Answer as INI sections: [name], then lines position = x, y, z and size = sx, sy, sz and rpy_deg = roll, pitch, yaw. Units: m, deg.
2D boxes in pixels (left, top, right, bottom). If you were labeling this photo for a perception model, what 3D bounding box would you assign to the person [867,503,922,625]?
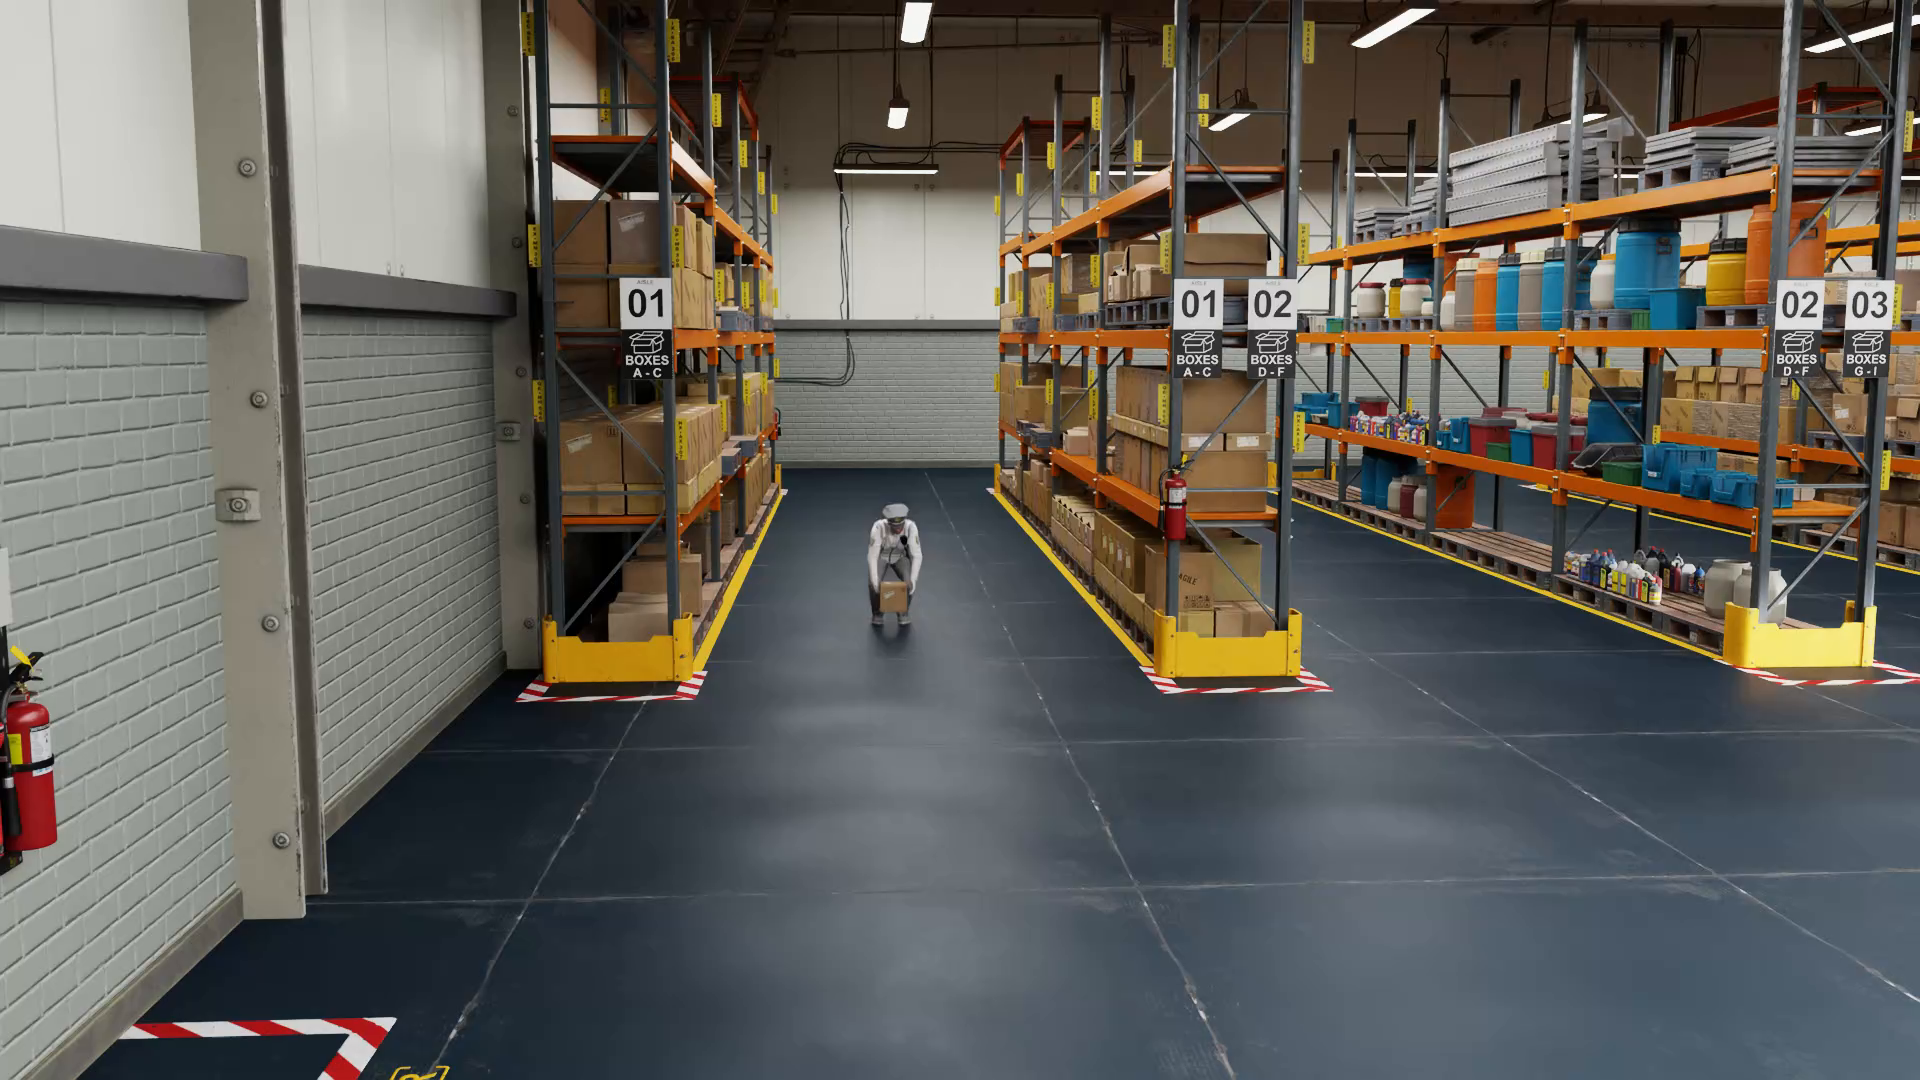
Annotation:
[person]
position = -0.626, 0.225, 15.910
size = 0.524, 1.184, 0.789
rpy_deg = 0, 7, -4
